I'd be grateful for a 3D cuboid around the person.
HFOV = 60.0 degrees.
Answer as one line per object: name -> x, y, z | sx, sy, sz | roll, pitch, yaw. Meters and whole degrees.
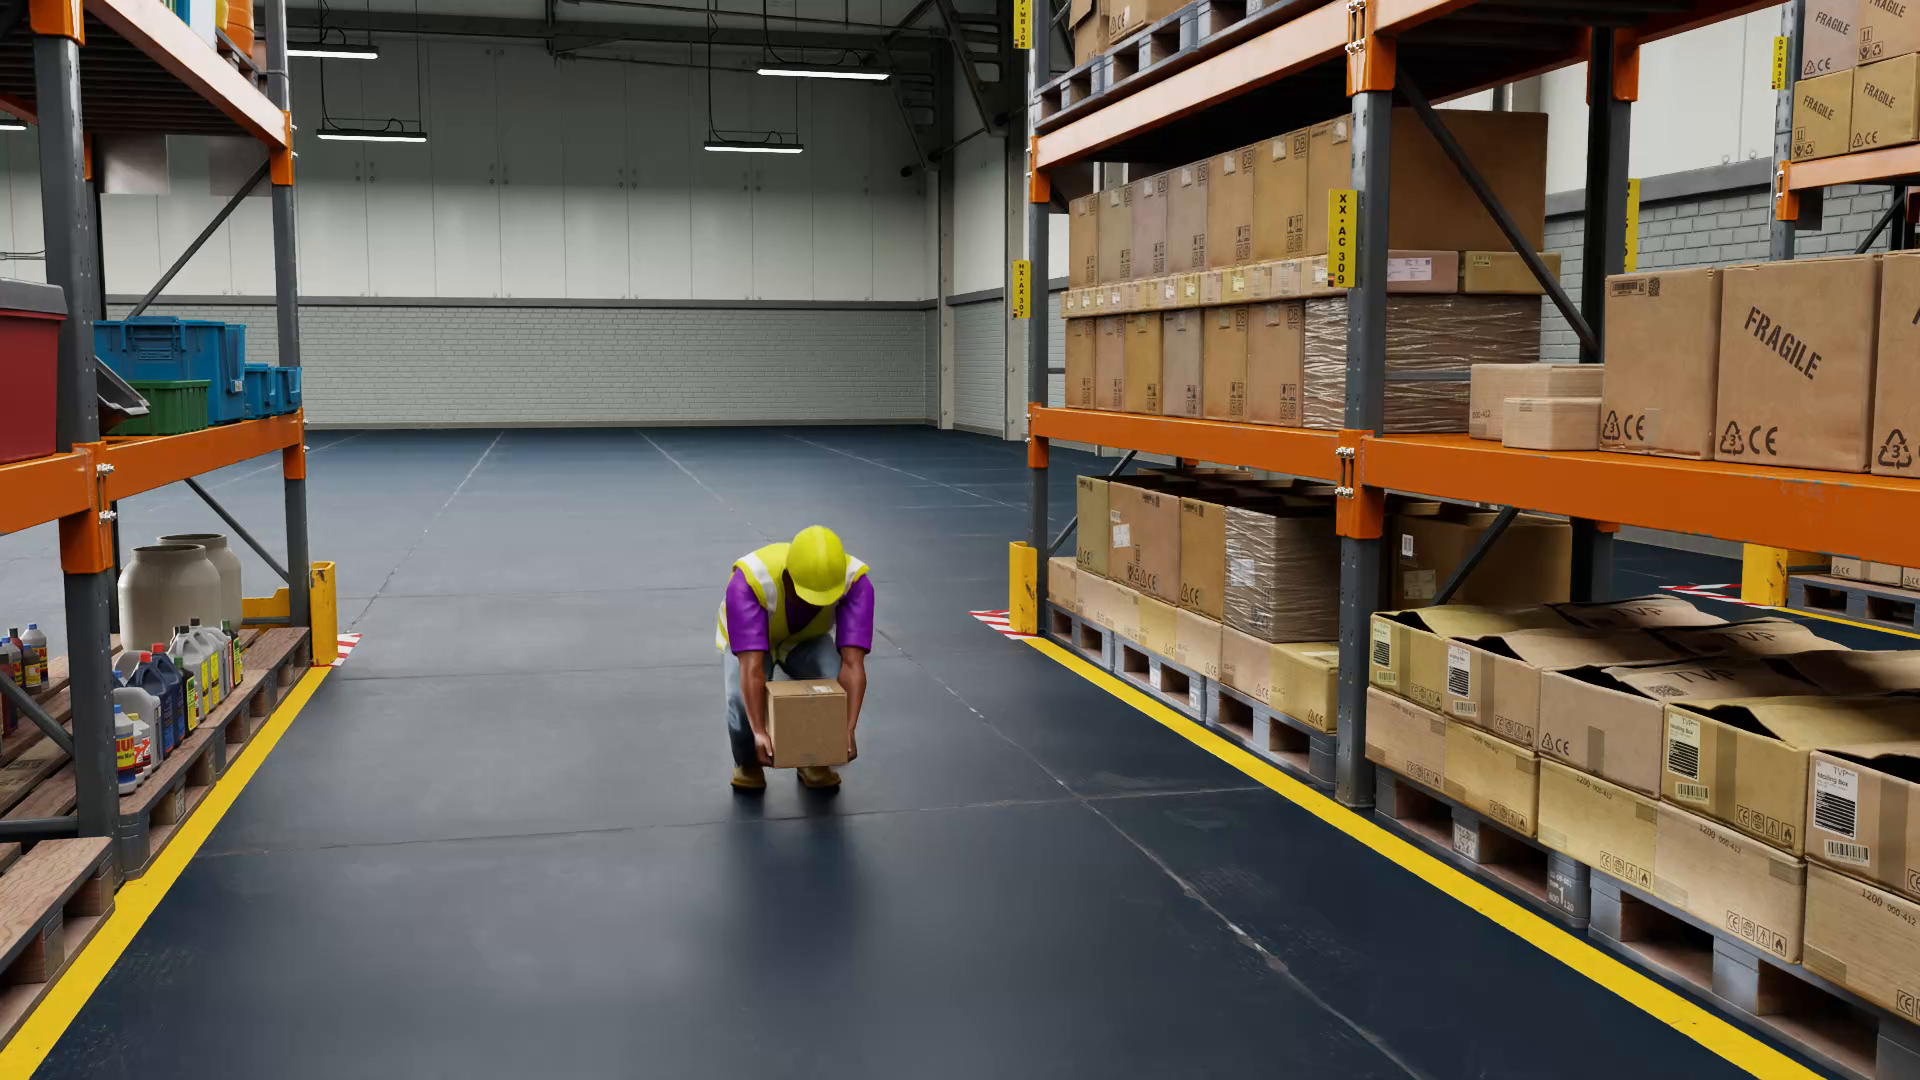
person -> -0.591, 0.419, 6.023 | 0.537, 1.009, 0.914 | -2, 6, -15
